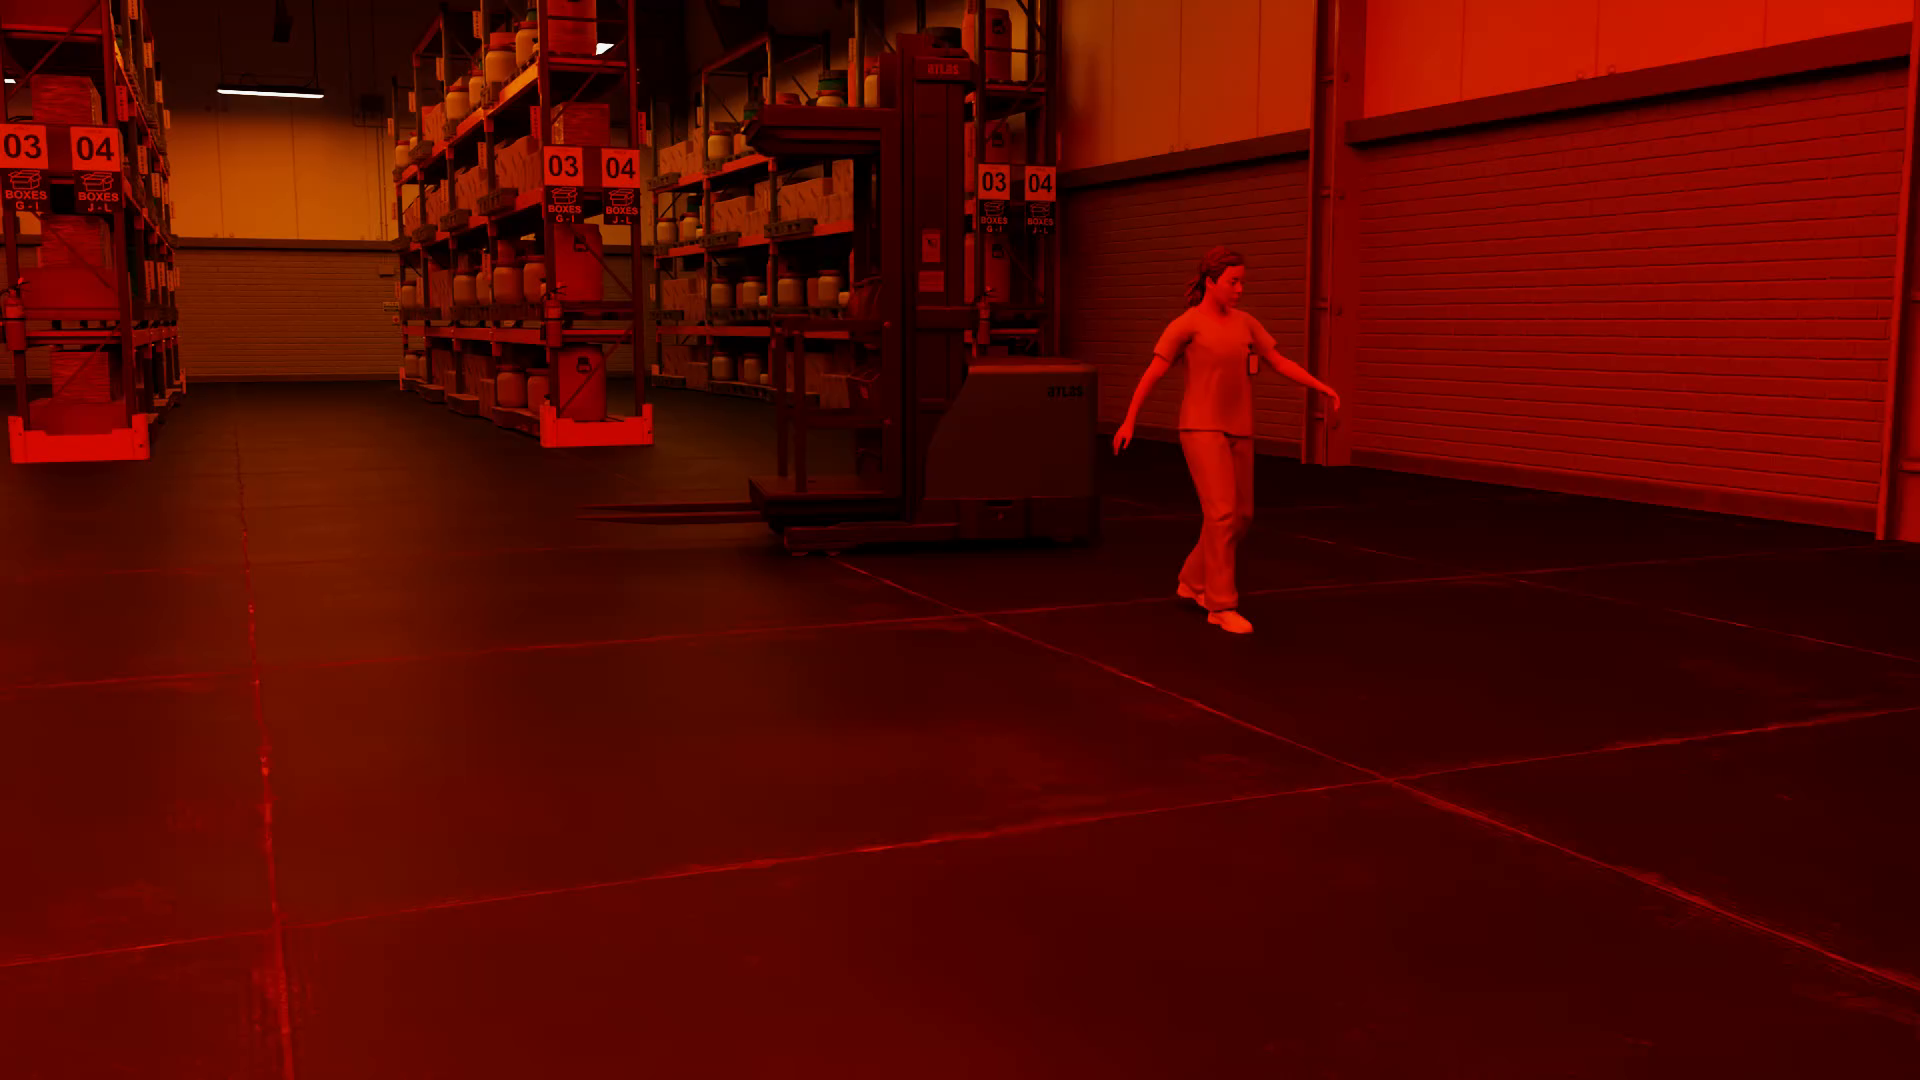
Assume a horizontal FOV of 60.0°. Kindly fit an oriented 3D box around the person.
[{"bbox_3d":[1.128,-0.456,7.342,0.846,1.658,0.734,-4,9,-28],"label":"person"}]

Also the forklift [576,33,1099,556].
[{"bbox_3d":[-0.747,-1.436,9.831,3.031,2.935,1.130,-2,8,-12],"label":"forklift"}]
